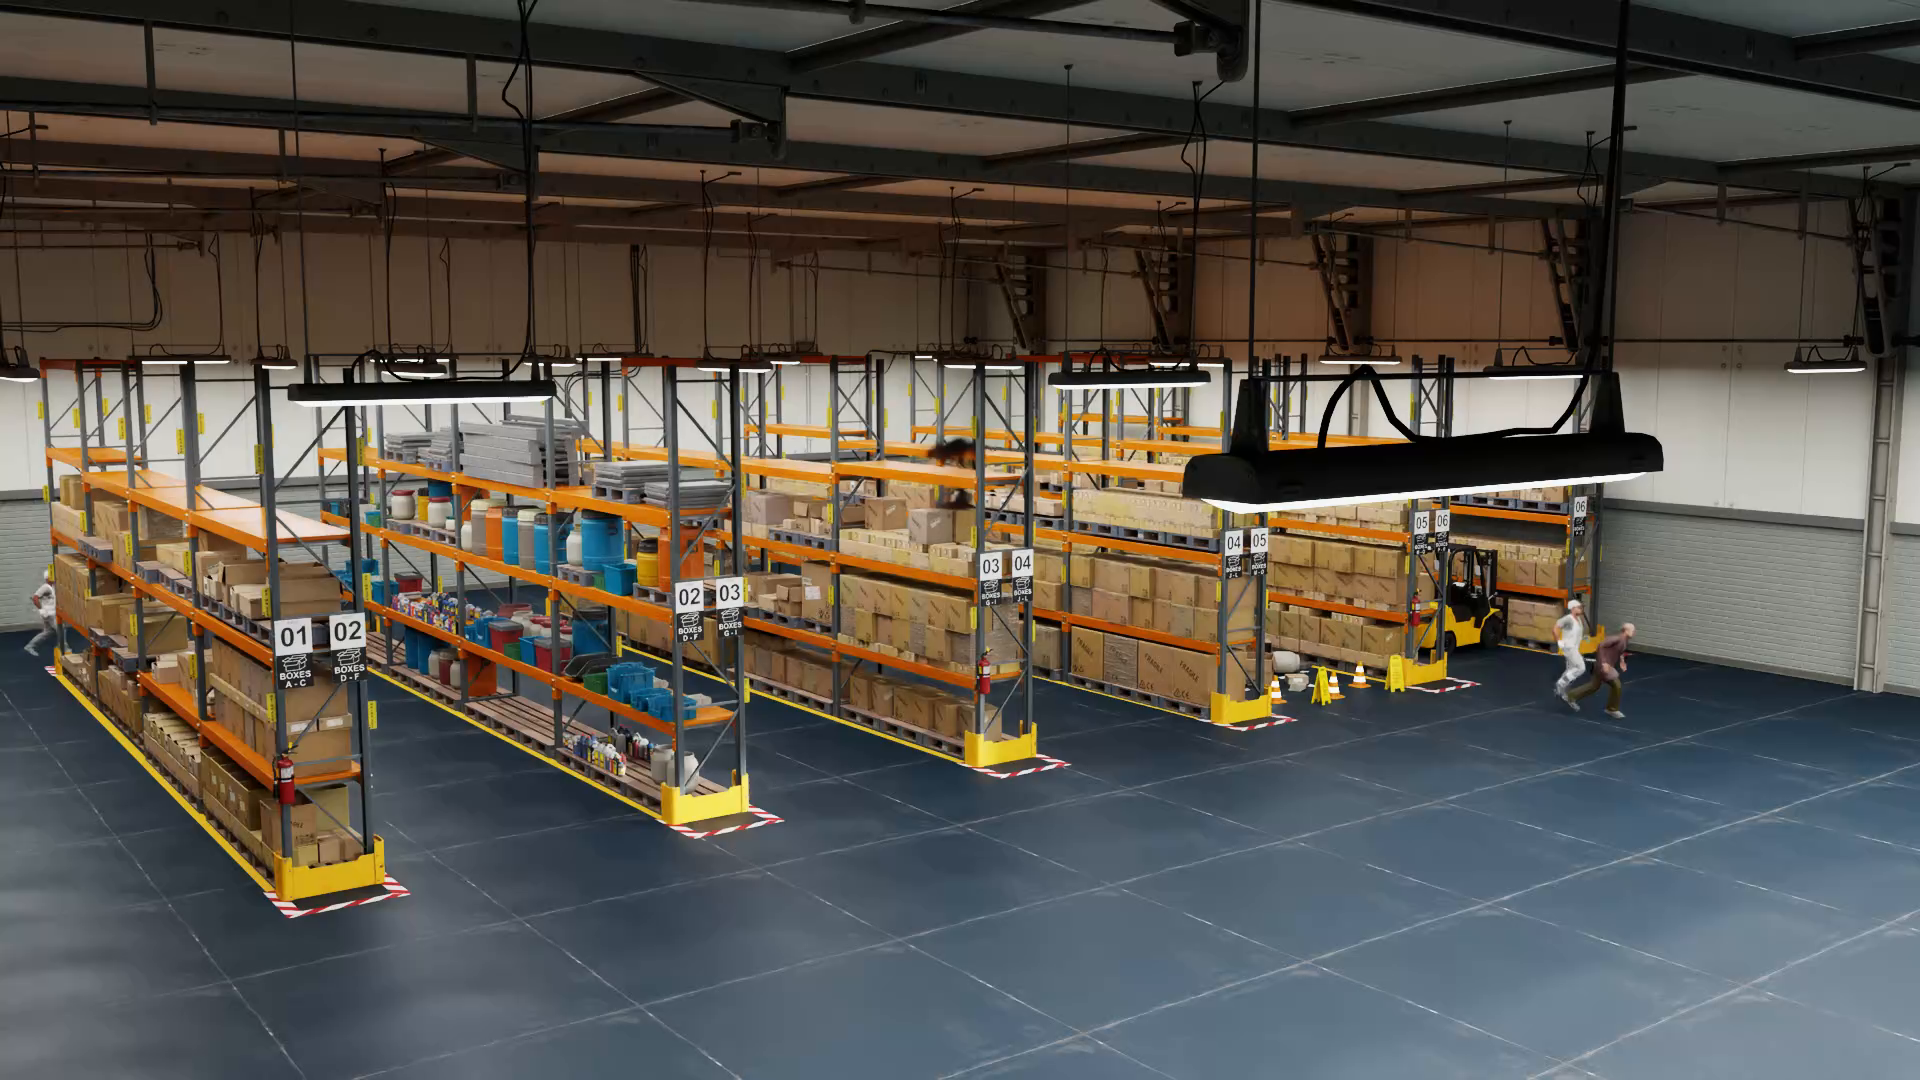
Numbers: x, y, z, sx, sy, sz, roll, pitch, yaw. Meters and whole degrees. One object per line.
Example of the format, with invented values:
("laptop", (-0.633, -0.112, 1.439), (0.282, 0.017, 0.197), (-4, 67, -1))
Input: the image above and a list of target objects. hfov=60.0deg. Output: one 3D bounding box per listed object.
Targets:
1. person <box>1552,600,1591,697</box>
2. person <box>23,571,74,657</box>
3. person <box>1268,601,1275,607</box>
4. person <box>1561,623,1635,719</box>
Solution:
("person", (10.855, 1.926, 29.474), (0.600, 1.732, 0.671), (4, 8, 32))
("person", (-18.078, 1.486, 33.008), (0.991, 1.781, 0.691), (-3, 8, -25))
("person", (7.001, 1.146, 36.035), (0.651, 1.748, 0.975), (-7, 10, -44))
("person", (10.799, 2.165, 28.148), (1.117, 1.629, 0.708), (5, 8, 34))
